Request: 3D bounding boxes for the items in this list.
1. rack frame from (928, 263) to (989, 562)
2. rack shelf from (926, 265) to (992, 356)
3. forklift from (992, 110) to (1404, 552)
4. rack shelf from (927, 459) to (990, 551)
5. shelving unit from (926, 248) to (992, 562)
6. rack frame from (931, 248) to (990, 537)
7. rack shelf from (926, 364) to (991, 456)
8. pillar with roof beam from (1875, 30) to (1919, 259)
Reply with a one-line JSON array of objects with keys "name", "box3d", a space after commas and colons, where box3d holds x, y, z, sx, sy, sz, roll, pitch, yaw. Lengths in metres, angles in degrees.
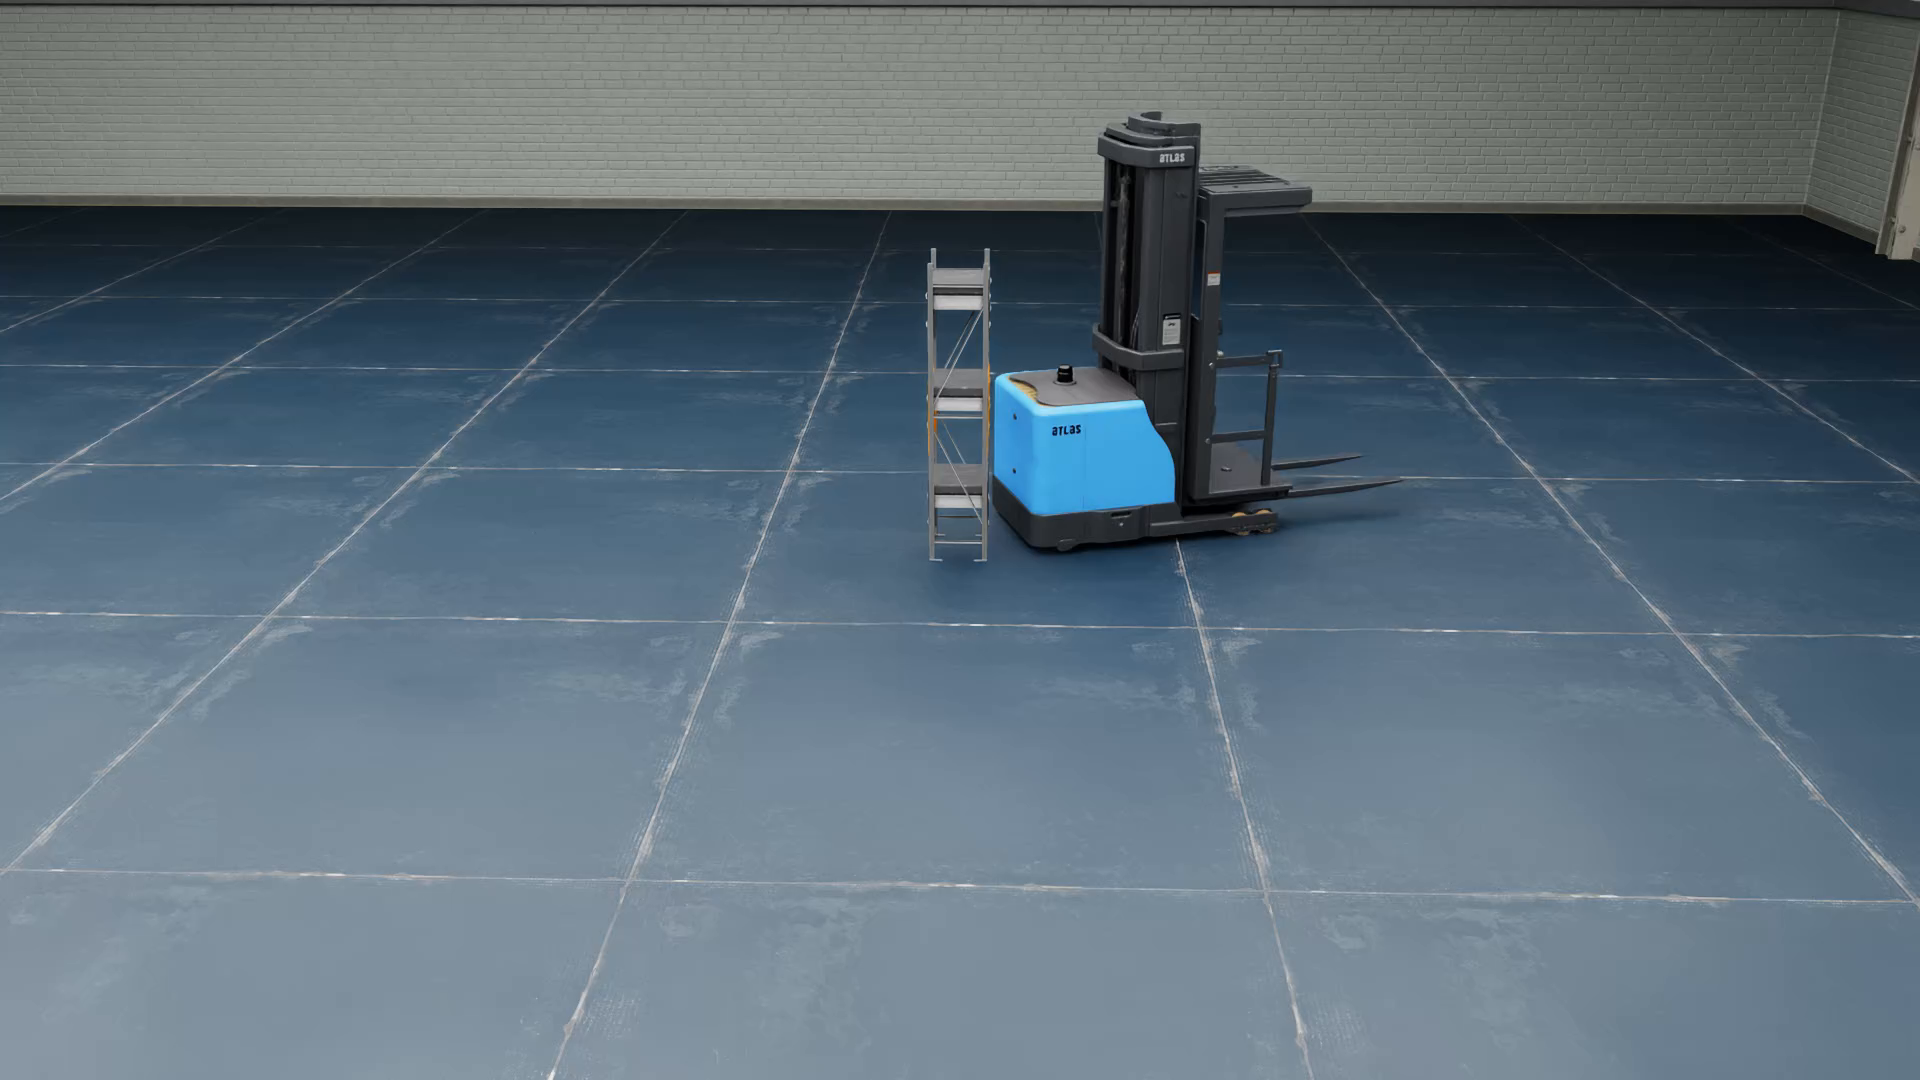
[{"name": "rack frame", "box3d": [-0.012, -0.831, 11.267, 0.400, 2.100, 0.015, 1, 21, 2]}, {"name": "rack shelf", "box3d": [-0.005, -1.559, 11.247, 0.431, 0.518, 0.480, 1, 21, 2]}, {"name": "forklift", "box3d": [1.818, -1.573, 12.032, 3.031, 2.935, 1.130, -6, 22, -15]}, {"name": "rack shelf", "box3d": [-0.005, -0.254, 11.753, 0.431, 0.518, 0.480, 1, 21, 2]}, {"name": "shelving unit", "box3d": [-0.005, -0.919, 11.495, 0.431, 2.100, 0.503, 1, 21, 2]}, {"name": "rack frame", "box3d": [0.002, -1.007, 11.722, 0.400, 2.100, 0.015, 1, 21, 2]}, {"name": "rack shelf", "box3d": [-0.005, -0.906, 11.500, 0.431, 0.518, 0.480, 1, 21, 2]}, {"name": "pillar with roof beam", "box3d": [7.764, -7.909, 19.973, 9.100, 9.000, 0.400, 1, 21, 2]}]
